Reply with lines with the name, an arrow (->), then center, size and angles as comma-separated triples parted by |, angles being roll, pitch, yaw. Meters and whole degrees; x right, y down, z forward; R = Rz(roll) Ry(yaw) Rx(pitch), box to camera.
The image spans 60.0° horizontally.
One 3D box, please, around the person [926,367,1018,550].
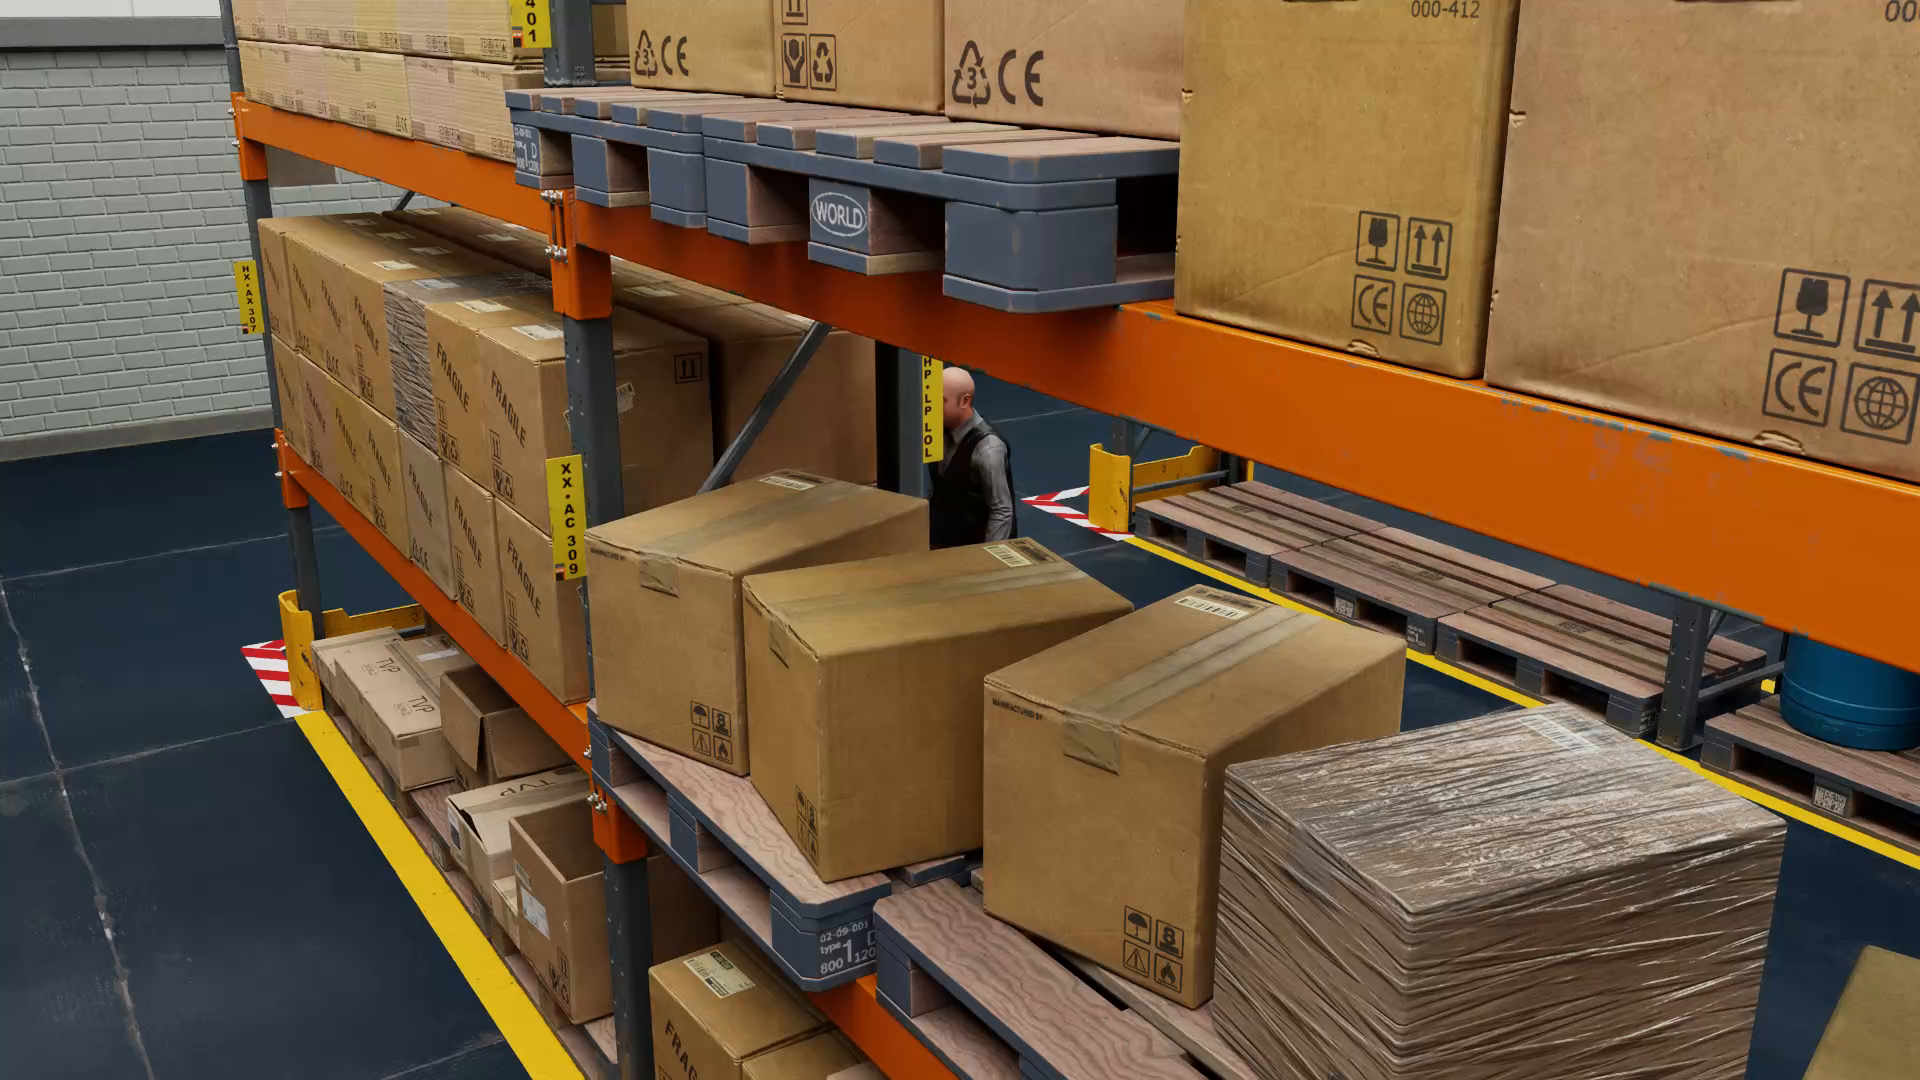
person -> 0.024, 0.069, 7.380 | 0.419, 1.721, 0.580 | -11, 21, -31
